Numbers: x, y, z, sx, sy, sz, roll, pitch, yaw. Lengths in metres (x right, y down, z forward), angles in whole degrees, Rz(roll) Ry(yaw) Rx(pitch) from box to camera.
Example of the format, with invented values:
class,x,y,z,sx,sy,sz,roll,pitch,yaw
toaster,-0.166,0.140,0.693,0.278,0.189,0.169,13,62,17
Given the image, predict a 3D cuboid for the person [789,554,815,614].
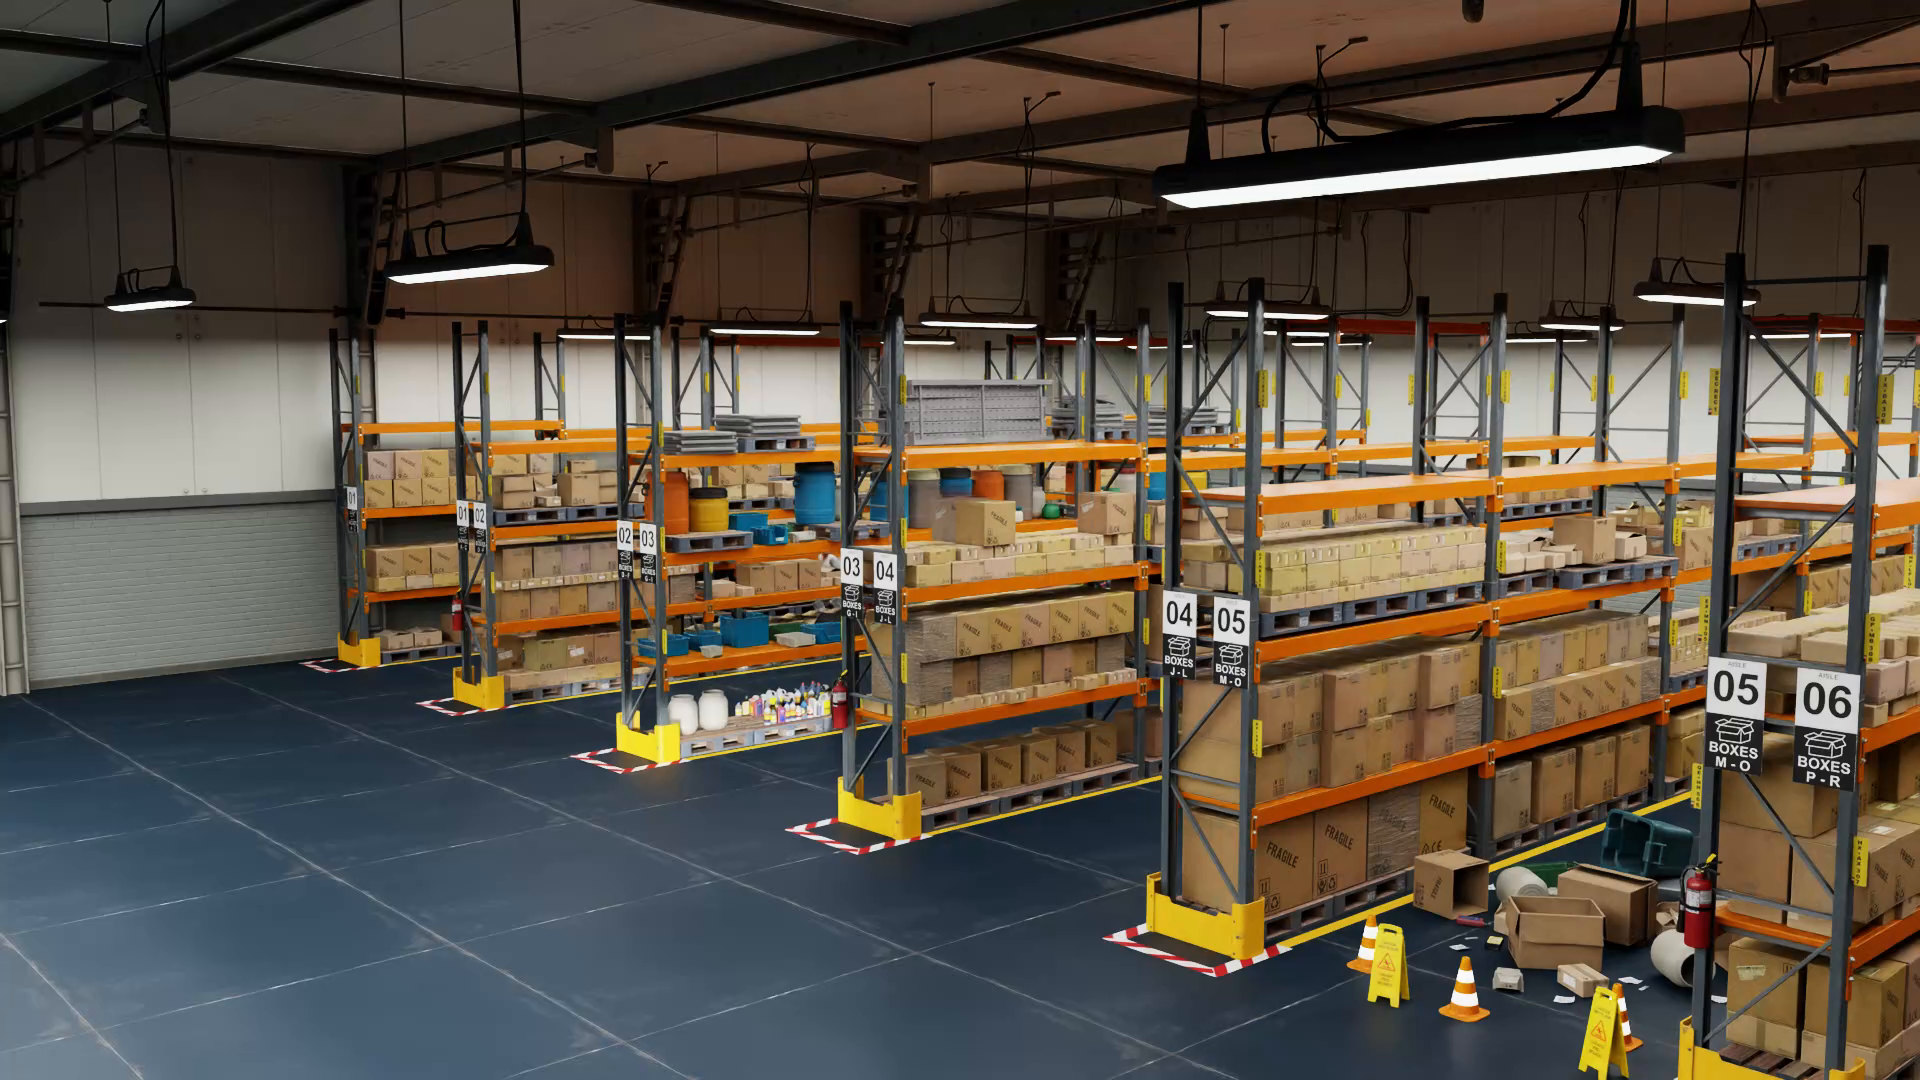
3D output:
class,x,y,z,sx,sy,sz,roll,pitch,yaw
person,-3.291,0.957,33.836,0.839,1.782,0.500,-5,8,-42
